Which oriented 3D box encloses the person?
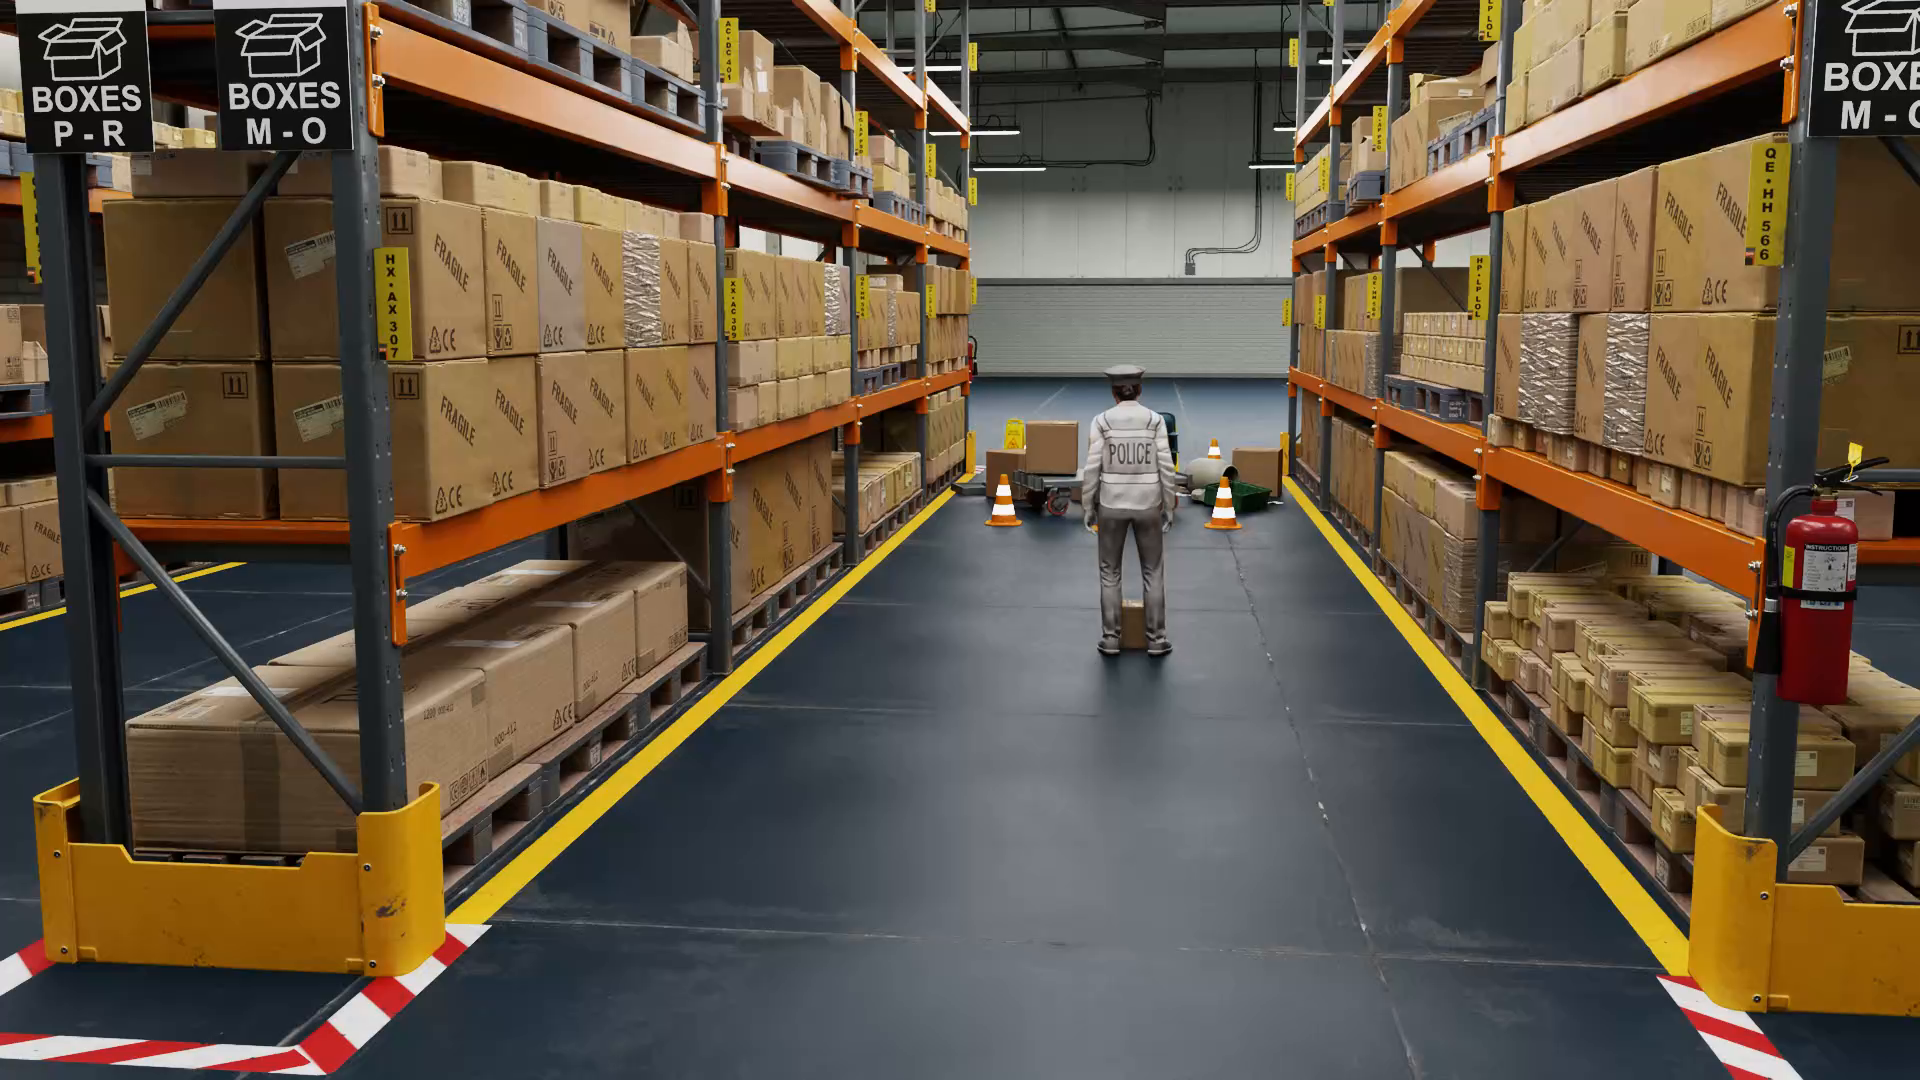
[{"bbox_3d":[0.968,-0.170,9.540,0.545,1.663,0.376,0,8,3],"label":"person"}]
